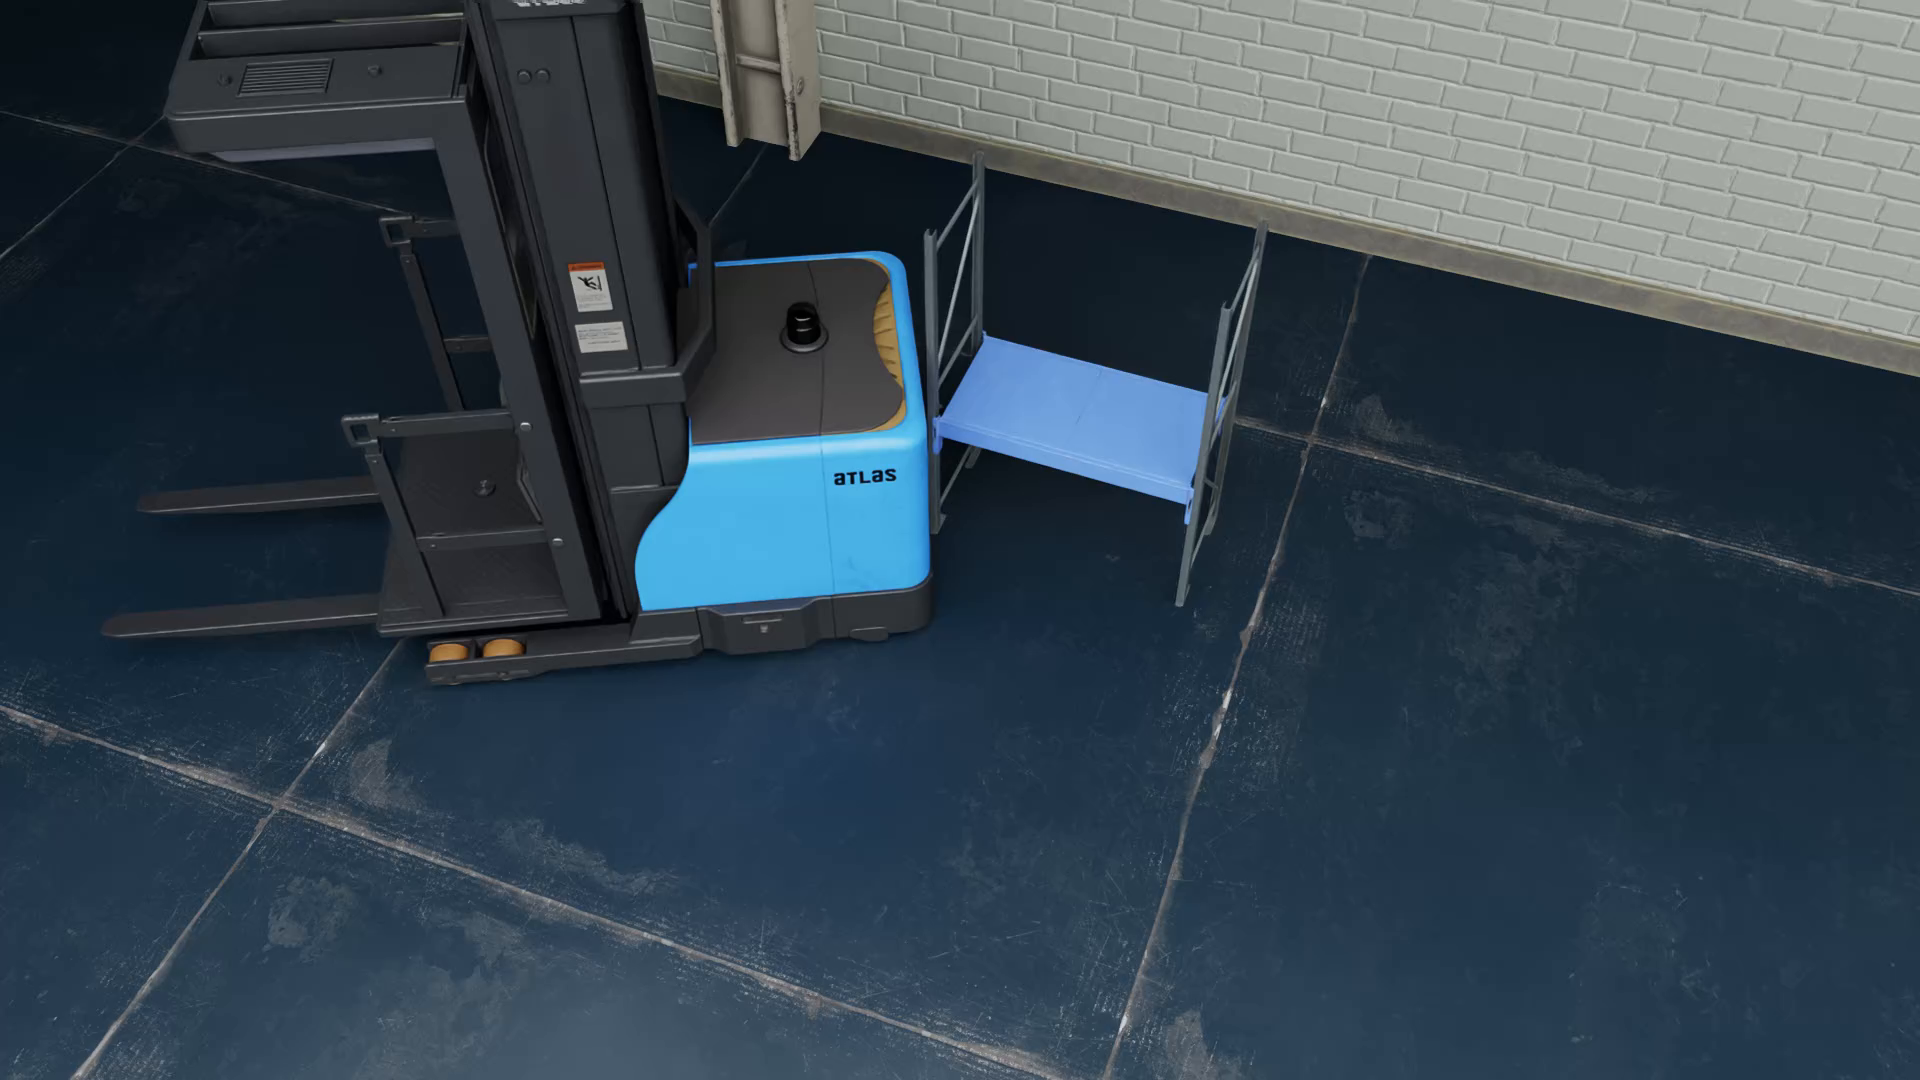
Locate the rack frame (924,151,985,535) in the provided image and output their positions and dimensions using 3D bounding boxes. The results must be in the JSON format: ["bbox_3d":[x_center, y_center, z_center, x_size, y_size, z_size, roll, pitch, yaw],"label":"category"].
[{"bbox_3d":[-0.016,-0.690,6.222,0.032,1.500,0.500,16,51,14],"label":"rack frame"}]

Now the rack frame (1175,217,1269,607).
[{"bbox_3d":[0.931,-0.412,5.981,0.032,1.500,0.500,16,51,14],"label":"rack frame"}]

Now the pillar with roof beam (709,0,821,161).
[{"bbox_3d":[-2.423,-1.934,2.337,0.400,9.000,9.100,16,51,13],"label":"pillar with roof beam"}]

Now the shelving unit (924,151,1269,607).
[{"bbox_3d":[0.457,-0.551,6.102,1.048,1.500,0.538,16,51,14],"label":"shelving unit"}]

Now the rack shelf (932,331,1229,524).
[{"bbox_3d":[0.457,-0.433,6.238,1.000,0.185,0.538,16,51,14],"label":"rack shelf"}]

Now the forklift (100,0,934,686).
[{"bbox_3d":[-1.649,-0.848,5.412,3.031,2.935,1.130,-5,49,-4],"label":"forklift"}]
